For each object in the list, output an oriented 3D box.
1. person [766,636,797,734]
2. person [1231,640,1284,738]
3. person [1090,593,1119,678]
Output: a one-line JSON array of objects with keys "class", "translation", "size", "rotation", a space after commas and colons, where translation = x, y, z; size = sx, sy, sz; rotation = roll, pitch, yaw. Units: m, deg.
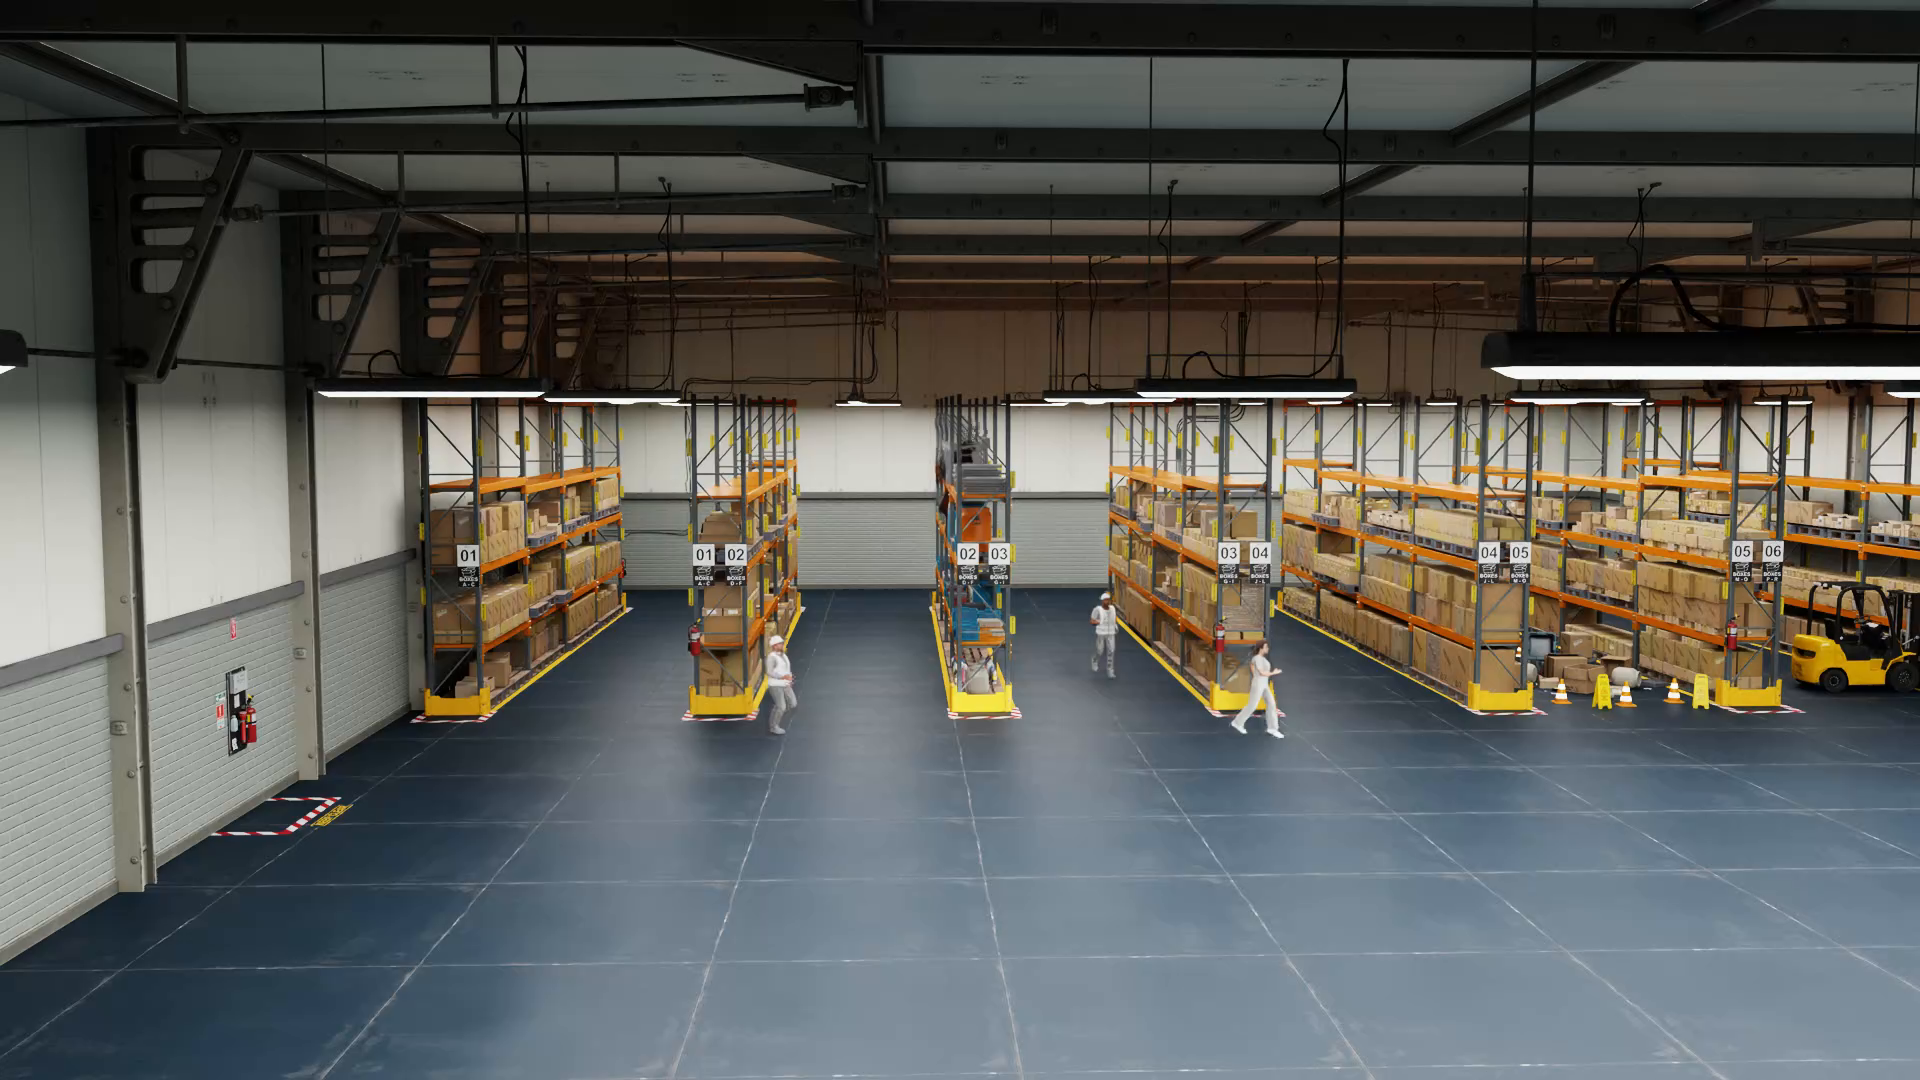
[{"class": "person", "translation": [-3.150, 2.550, 29.356], "size": [0.569, 1.730, 0.653], "rotation": [2, 5, 26]}, {"class": "person", "translation": [5.198, 2.585, 29.001], "size": [0.909, 1.697, 0.543], "rotation": [2, 5, 23]}, {"class": "person", "translation": [3.085, 2.015, 35.527], "size": [0.704, 1.767, 0.943], "rotation": [-2, 5, -19]}]
